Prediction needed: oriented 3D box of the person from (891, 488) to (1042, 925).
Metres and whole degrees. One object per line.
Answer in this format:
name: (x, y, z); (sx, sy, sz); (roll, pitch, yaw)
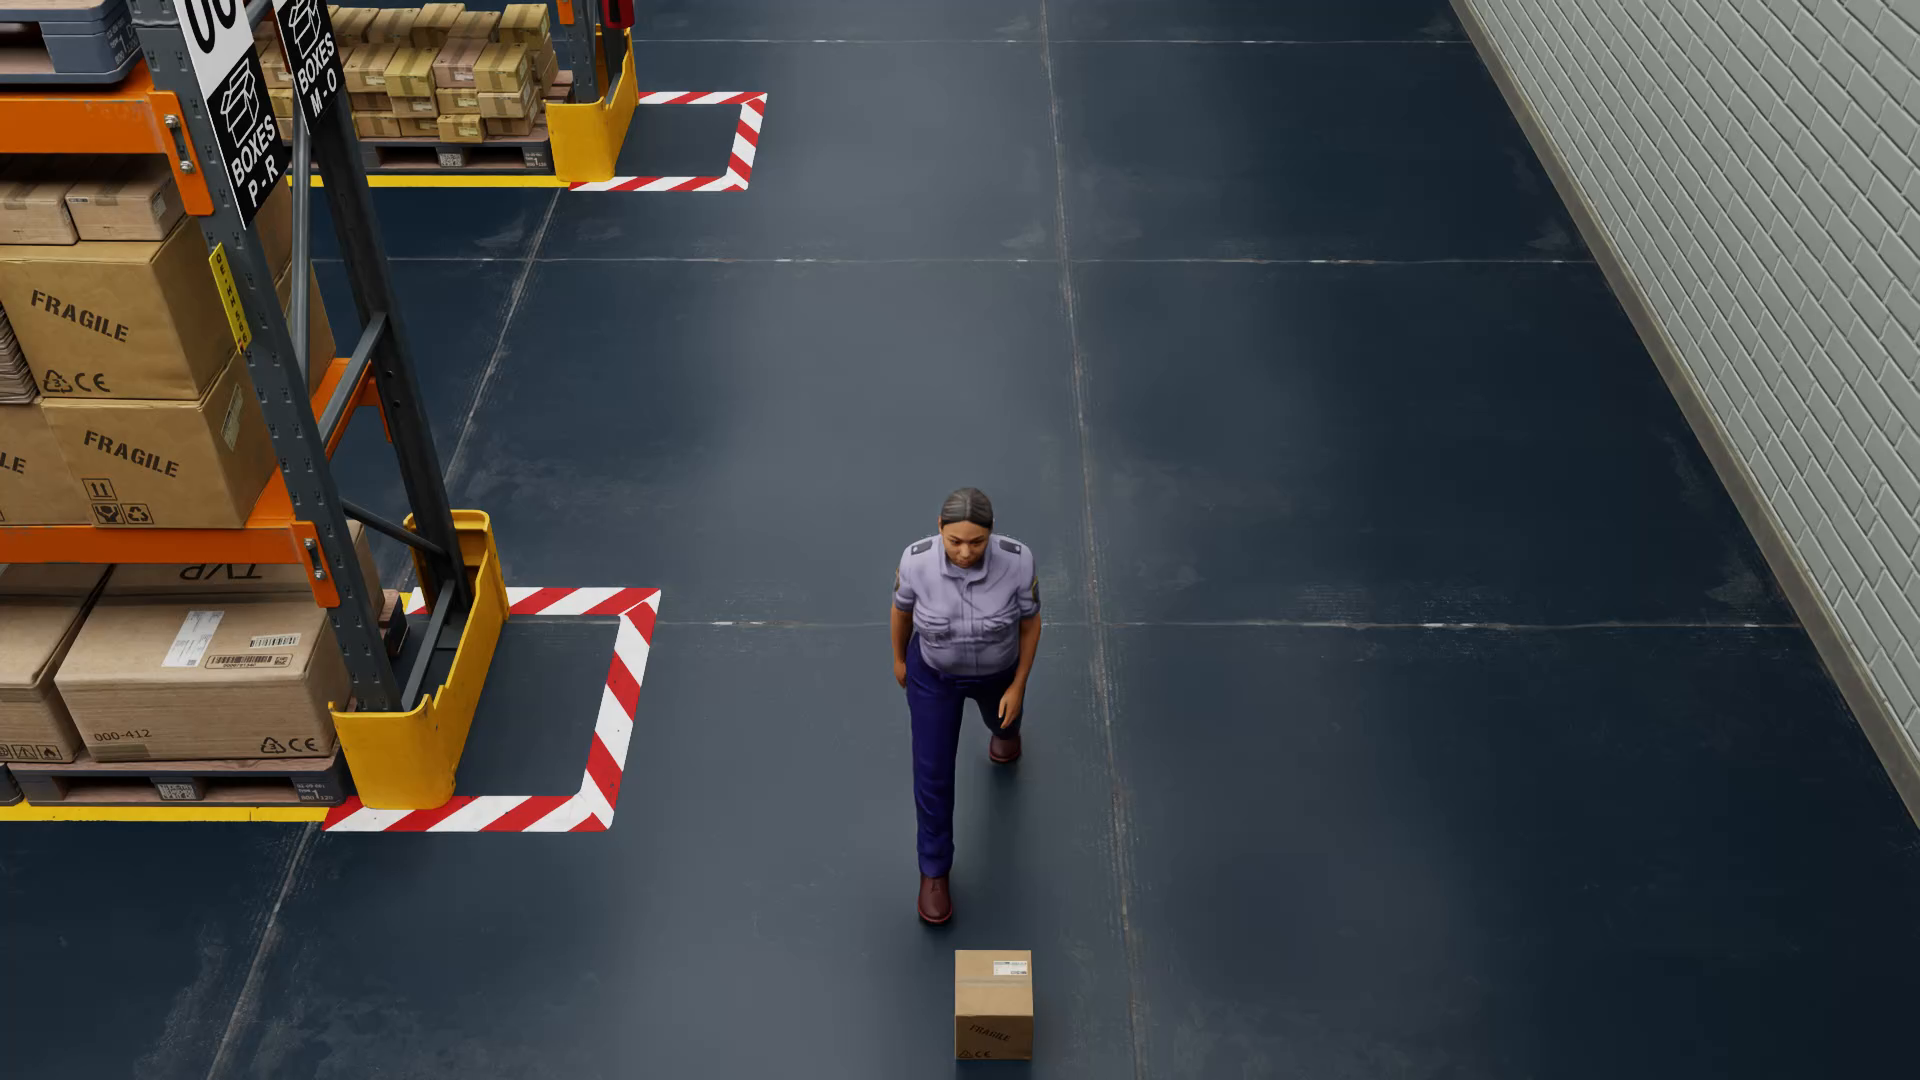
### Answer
person: (0.018, 0.433, 5.657); (0.497, 1.601, 0.988); (-2, 40, -2)
